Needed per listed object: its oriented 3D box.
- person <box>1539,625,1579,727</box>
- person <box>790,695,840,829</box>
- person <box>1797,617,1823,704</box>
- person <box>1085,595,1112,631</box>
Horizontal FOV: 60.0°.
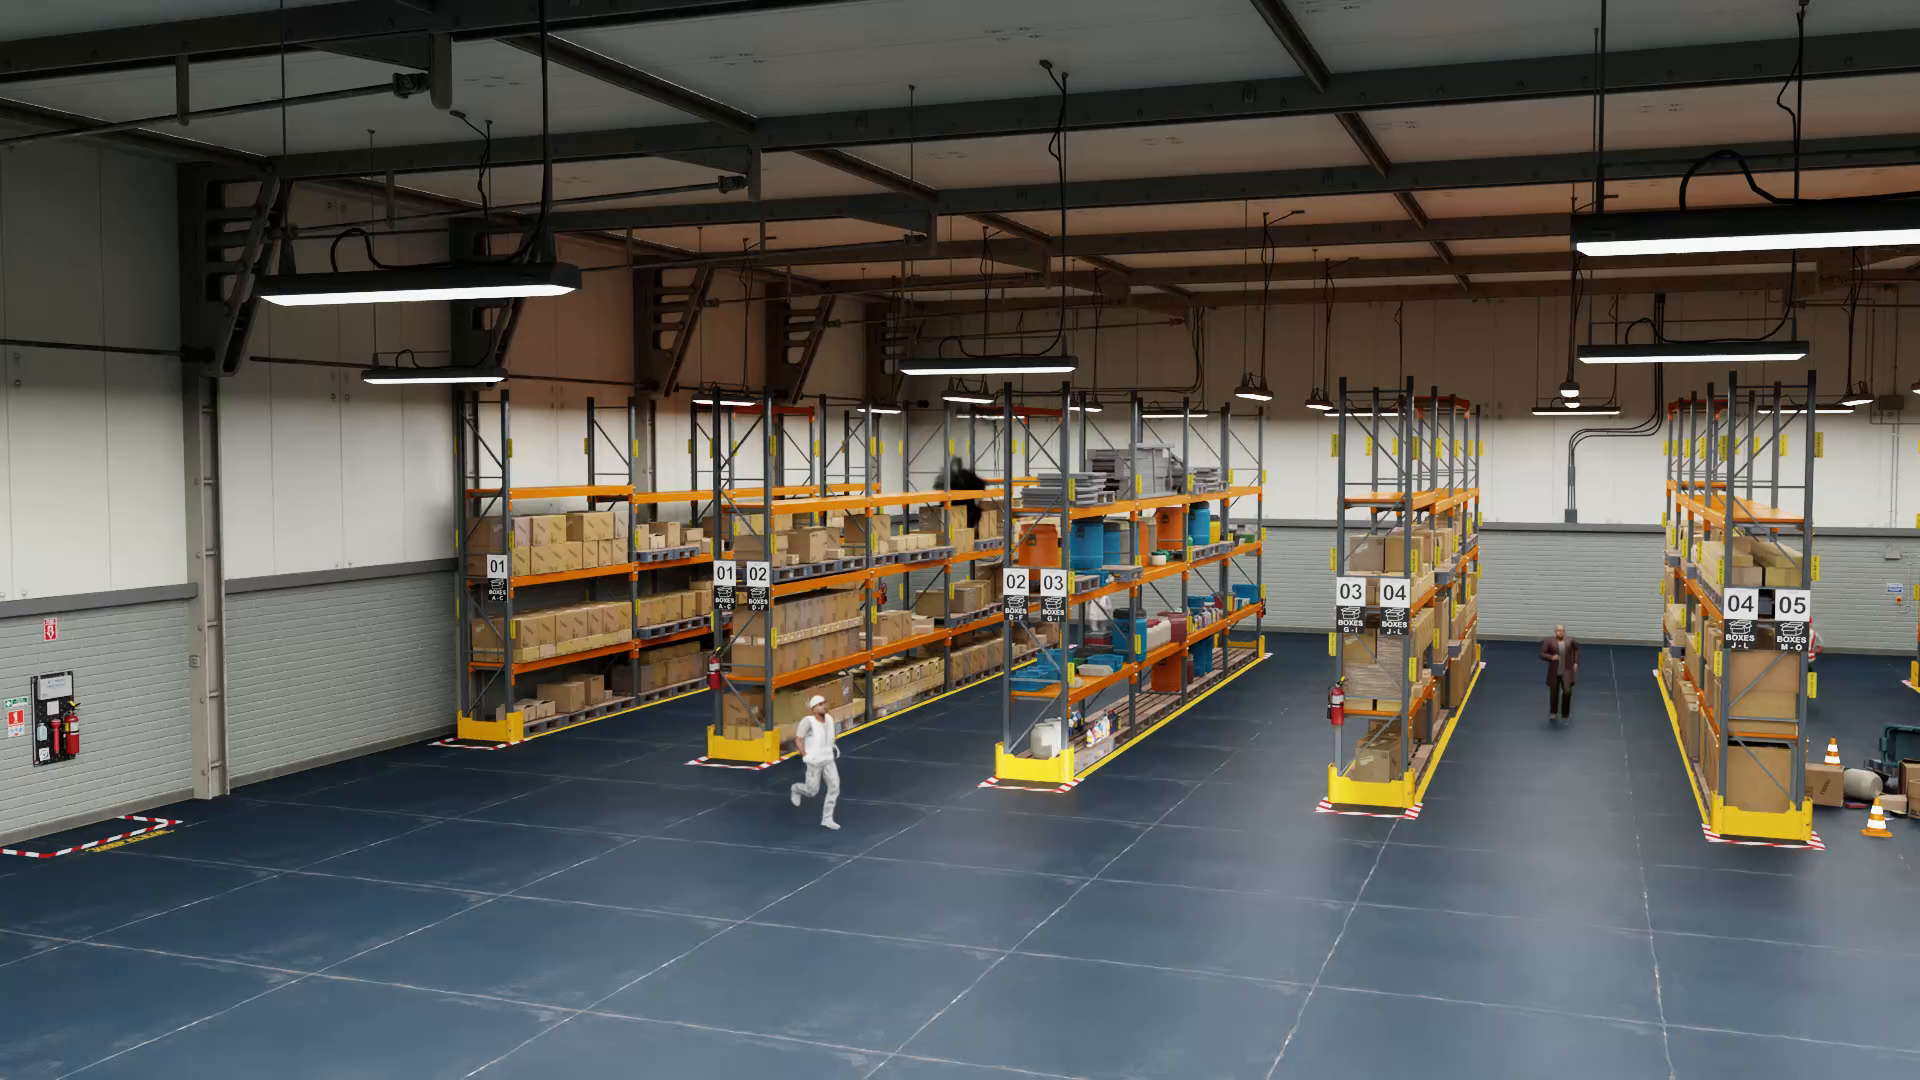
[{"bbox_3d":[10.871,2.503,30.171,0.709,1.767,0.839,1,3,14],"label":"person"},{"bbox_3d":[-1.899,2.932,22.135,0.676,1.739,0.865,-3,4,-40],"label":"person"},{"bbox_3d":[16.486,2.341,32.520,0.654,1.744,0.532,1,3,16],"label":"person"},{"bbox_3d":[3.305,1.916,39.691,0.635,1.805,0.884,0,3,4],"label":"person"}]
